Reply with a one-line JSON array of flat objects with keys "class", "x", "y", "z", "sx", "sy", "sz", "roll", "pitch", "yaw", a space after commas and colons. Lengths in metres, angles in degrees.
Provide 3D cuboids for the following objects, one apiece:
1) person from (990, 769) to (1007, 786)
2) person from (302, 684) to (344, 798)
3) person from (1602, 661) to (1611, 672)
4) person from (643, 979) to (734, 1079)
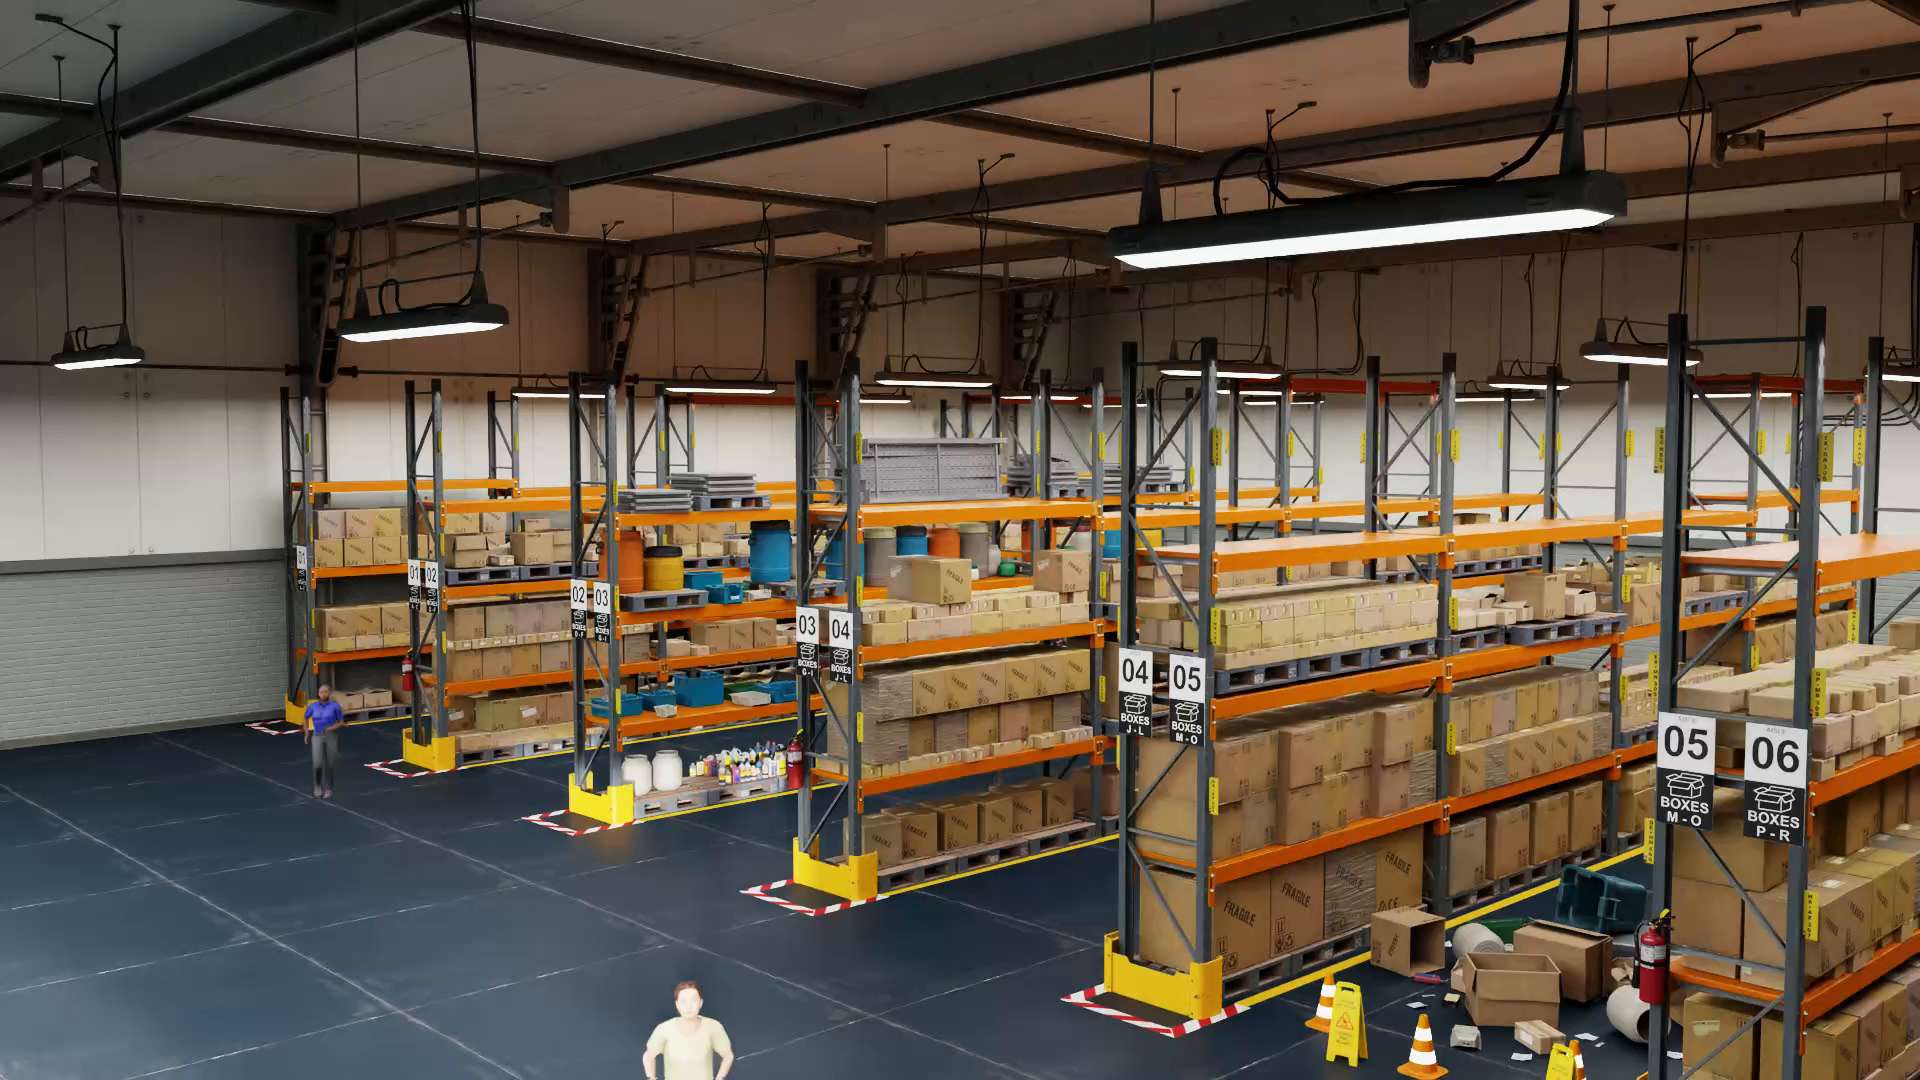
[{"class": "person", "x": 0.519, "y": 2.829, "z": 23.620, "sx": 0.608, "sy": 1.656, "sz": 0.540, "roll": 2, "pitch": 4, "yaw": 29}, {"class": "person", "x": -8.963, "y": 2.849, "z": 23.425, "sx": 0.551, "sy": 1.602, "sz": 0.627, "roll": -1, "pitch": 4, "yaw": -21}, {"class": "person", "x": 9.703, "y": 2.693, "z": 24.834, "sx": 0.667, "sy": 1.770, "sz": 0.624, "roll": -3, "pitch": 5, "yaw": -42}, {"class": "person", "x": -1.765, "y": 3.664, "z": 10.845, "sx": 0.586, "sy": 1.626, "sz": 0.562, "roll": -1, "pitch": 4, "yaw": -11}]
